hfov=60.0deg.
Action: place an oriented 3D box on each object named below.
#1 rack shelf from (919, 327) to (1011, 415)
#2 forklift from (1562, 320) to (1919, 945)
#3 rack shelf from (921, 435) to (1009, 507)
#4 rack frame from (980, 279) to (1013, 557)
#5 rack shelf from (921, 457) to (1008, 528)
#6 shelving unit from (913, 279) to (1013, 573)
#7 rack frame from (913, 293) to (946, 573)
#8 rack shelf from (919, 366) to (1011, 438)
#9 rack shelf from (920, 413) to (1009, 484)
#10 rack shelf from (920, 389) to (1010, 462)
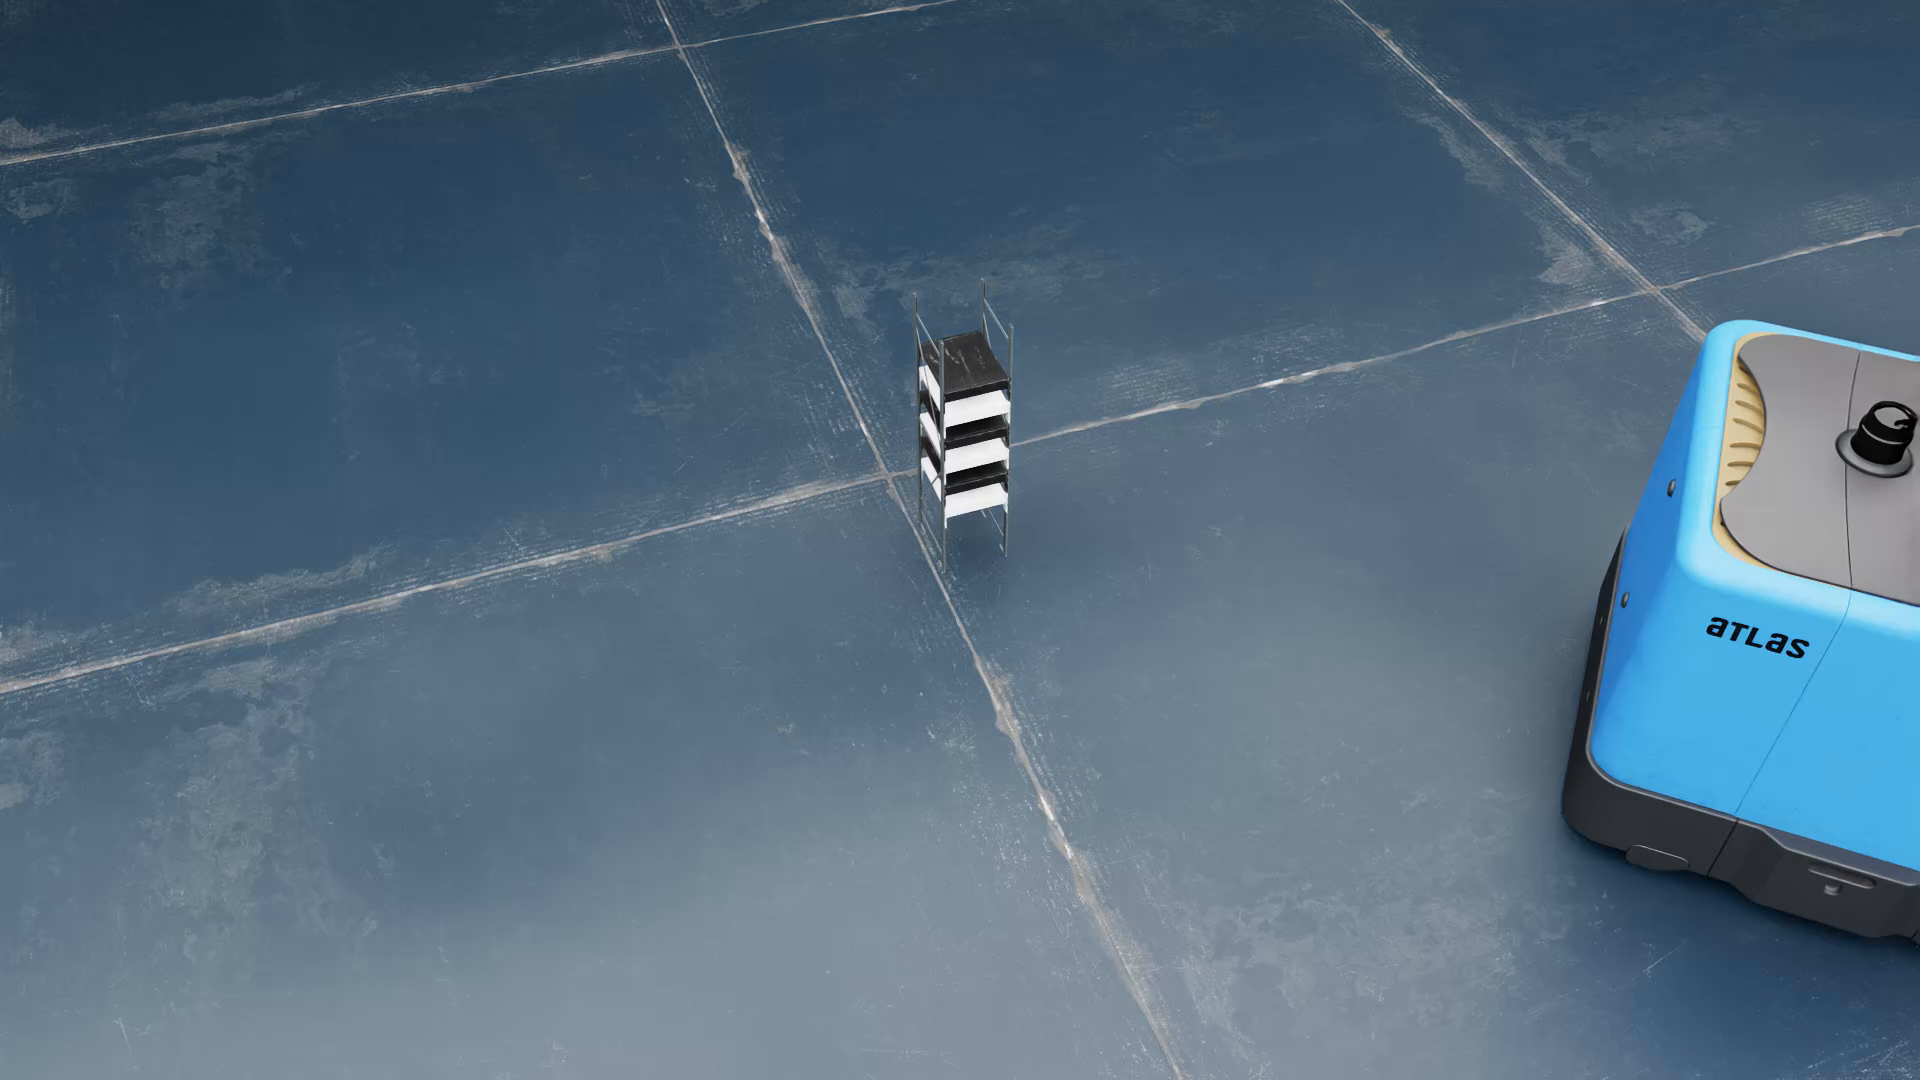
[{"bbox_3d":[0.008,-0.487,4.766,0.200,0.077,0.258,-14,47,-14],"label":"rack shelf"},{"bbox_3d":[3.173,-0.159,3.339,3.031,2.935,1.130,16,47,15],"label":"forklift"},{"bbox_3d":[0.008,-0.233,5.021,0.200,0.077,0.258,-14,47,-14],"label":"rack shelf"},{"bbox_3d":[0.103,-0.344,4.958,0.006,0.900,0.240,-14,47,-14],"label":"rack frame"},{"bbox_3d":[0.008,-0.169,5.084,0.200,0.077,0.258,-14,47,-14],"label":"rack shelf"},{"bbox_3d":[0.008,-0.320,4.933,0.210,0.900,0.258,-14,47,-14],"label":"shelving unit"},{"bbox_3d":[-0.088,-0.295,4.909,0.006,0.900,0.240,-14,47,-14],"label":"rack frame"},{"bbox_3d":[0.008,-0.423,4.829,0.200,0.077,0.258,-14,47,-14],"label":"rack shelf"},{"bbox_3d":[0.008,-0.296,4.957,0.200,0.077,0.258,-14,47,-14],"label":"rack shelf"},{"bbox_3d":[0.008,-0.360,4.893,0.200,0.077,0.258,-14,47,-14],"label":"rack shelf"}]
